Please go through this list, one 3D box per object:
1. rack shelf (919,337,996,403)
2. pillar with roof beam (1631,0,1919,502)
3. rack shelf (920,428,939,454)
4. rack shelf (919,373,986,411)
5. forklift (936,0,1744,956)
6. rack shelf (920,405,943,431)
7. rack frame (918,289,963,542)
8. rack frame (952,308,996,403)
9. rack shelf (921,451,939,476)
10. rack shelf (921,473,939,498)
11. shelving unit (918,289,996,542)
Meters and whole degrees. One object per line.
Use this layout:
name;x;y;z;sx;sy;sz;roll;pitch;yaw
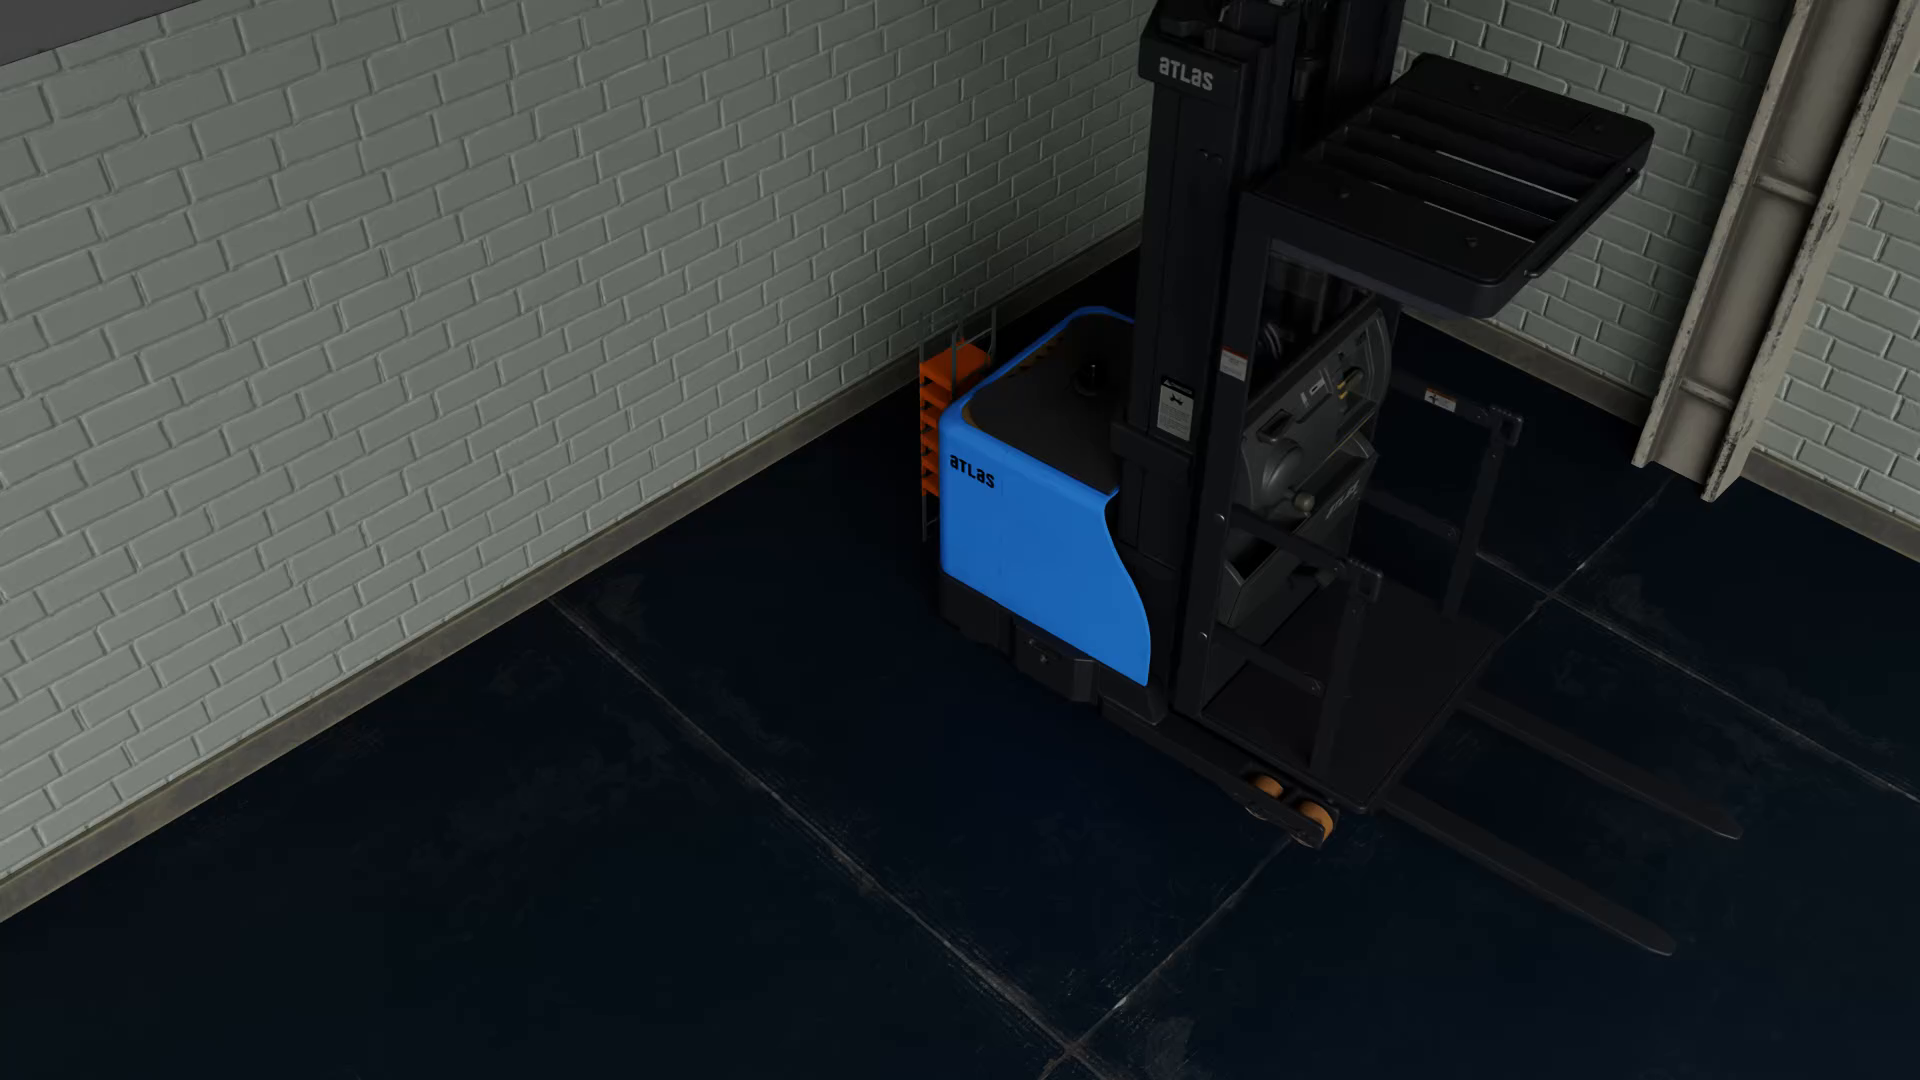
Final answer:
rack shelf;-0.010;-0.679;6.636;0.258;0.103;0.180;-34;53;-31
pillar with roof beam;0.277;-1.575;2.324;9.100;9.000;0.400;-34;53;-31
rack shelf;-0.010;-0.415;6.880;0.258;0.103;0.180;-34;53;-31
rack shelf;-0.010;-0.591;6.718;0.258;0.103;0.180;-34;53;-31
forklift;1.364;-0.374;5.495;3.031;2.935;1.130;29;50;28
rack shelf;-0.010;-0.503;6.799;0.258;0.103;0.180;-34;53;-31
rack frame;-0.075;-0.492;6.898;0.240;1.200;0.006;-34;53;-31
rack frame;0.054;-0.404;6.803;0.240;1.200;0.006;-34;53;-31
rack shelf;-0.010;-0.327;6.962;0.258;0.103;0.180;-34;53;-31
rack shelf;-0.010;-0.239;7.043;0.258;0.103;0.180;-34;53;-31
shelving unit;-0.010;-0.448;6.850;0.258;1.200;0.189;-34;53;-31
